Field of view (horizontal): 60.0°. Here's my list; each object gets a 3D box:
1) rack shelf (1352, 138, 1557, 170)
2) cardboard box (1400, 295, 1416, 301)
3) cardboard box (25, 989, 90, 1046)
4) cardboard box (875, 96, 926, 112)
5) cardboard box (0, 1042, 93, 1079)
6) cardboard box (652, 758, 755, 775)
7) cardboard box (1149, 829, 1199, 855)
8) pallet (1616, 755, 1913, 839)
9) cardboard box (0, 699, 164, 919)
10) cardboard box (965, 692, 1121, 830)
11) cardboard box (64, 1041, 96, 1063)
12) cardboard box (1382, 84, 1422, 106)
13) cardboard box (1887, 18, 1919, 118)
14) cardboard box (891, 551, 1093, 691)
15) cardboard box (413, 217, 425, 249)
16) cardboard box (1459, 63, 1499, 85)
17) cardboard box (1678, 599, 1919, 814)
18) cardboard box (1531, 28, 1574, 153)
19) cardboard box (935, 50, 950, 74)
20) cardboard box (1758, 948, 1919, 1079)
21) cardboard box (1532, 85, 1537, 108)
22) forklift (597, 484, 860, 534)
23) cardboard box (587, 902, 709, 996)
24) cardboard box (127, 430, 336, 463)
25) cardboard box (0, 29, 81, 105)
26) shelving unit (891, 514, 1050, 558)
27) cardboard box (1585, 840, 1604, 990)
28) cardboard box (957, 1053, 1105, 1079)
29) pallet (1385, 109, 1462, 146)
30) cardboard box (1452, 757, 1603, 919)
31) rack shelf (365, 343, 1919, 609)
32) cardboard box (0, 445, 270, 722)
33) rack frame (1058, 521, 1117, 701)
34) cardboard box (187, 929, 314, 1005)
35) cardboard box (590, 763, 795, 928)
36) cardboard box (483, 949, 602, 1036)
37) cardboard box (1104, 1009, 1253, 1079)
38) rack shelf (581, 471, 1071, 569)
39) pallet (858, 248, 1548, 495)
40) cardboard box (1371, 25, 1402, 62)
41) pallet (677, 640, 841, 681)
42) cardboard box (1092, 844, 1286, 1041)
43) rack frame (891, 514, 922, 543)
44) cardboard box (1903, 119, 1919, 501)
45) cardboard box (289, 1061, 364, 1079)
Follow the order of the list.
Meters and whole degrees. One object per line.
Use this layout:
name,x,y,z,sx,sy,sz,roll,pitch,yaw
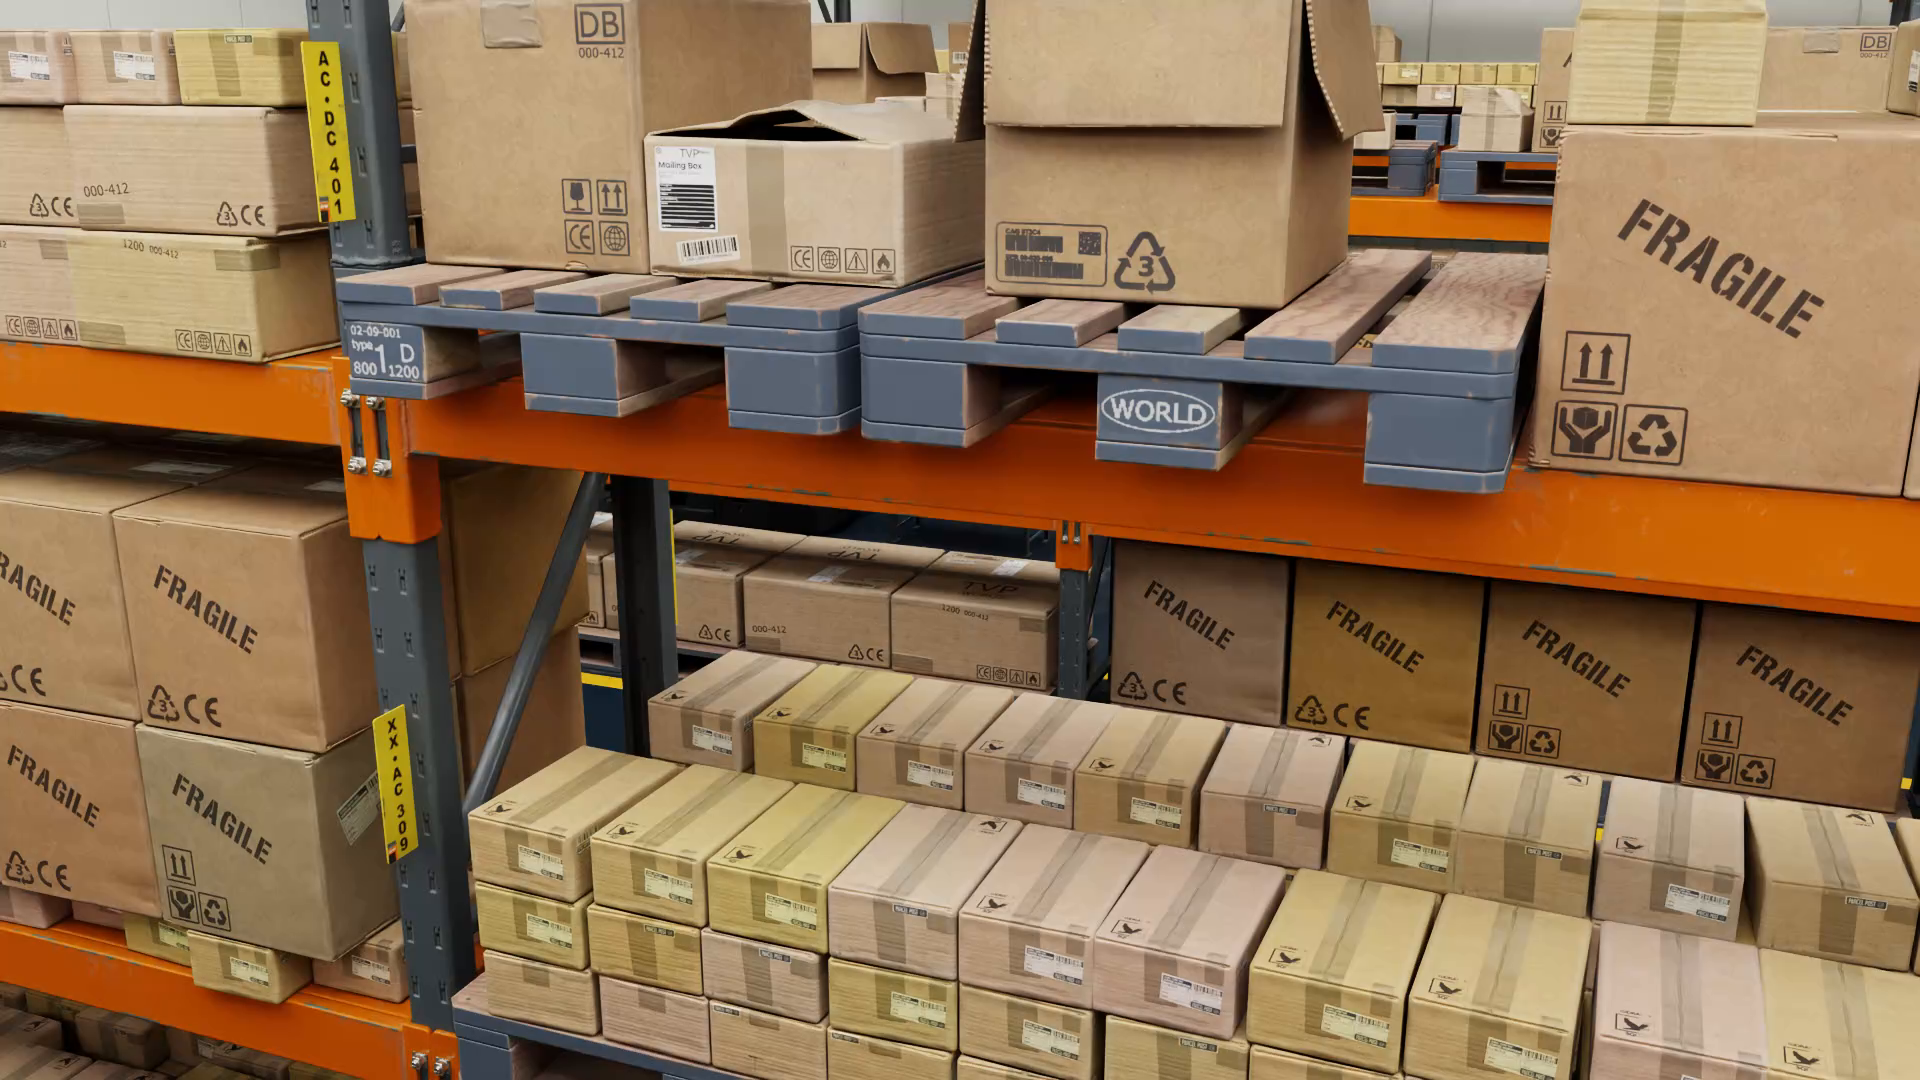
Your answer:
rack shelf,4.414,-2.687,11.960,4.000,0.370,1.077,6,17,21
cardboard box,2.192,-0.949,8.088,0.500,0.500,0.500,7,18,22
cardboard box,-2.675,1.411,5.225,0.250,0.149,0.380,6,17,21
cardboard box,-0.221,-2.088,8.123,0.250,0.149,0.380,7,17,22
cardboard box,-2.653,1.584,4.631,0.250,0.149,0.380,6,17,19
cardboard box,-0.544,0.551,4.060,0.250,0.149,0.380,7,18,22
cardboard box,0.429,0.657,3.693,0.250,0.149,0.380,5,17,18
pallet,3.751,1.139,7.871,1.213,0.211,1.003,6,17,21
cardboard box,-2.022,0.565,4.135,0.500,0.500,0.500,6,17,19
cardboard box,0.193,0.490,3.736,0.250,0.149,0.380,6,17,20
cardboard box,-2.643,1.535,5.333,0.250,0.149,0.380,6,17,21
cardboard box,3.185,-3.197,11.942,0.250,0.149,0.380,6,17,21
cardboard box,1.728,-0.843,2.765,0.258,0.266,0.396,6,17,21
cardboard box,0.191,0.428,9.162,0.875,0.438,0.875,6,17,20
cardboard box,-1.320,-0.699,4.090,0.500,0.250,0.500,7,18,23
cardboard box,3.674,-3.289,11.726,0.250,0.149,0.380,7,17,21
cardboard box,3.845,0.627,7.692,0.875,0.875,0.875,6,17,20
cardboard box,2.711,-1.895,7.008,0.500,0.500,0.500,6,17,21
cardboard box,0.092,-3.742,13.142,0.500,0.250,0.500,6,17,20
cardboard box,1.384,0.817,2.609,0.250,0.149,0.380,7,18,22
cardboard box,4.125,-3.082,11.547,0.250,0.149,0.380,7,17,22
forklift,-2.230,-1.665,12.653,3.031,2.935,1.130,6,17,20
cardboard box,-0.547,0.747,3.384,0.250,0.149,0.380,6,17,20
cardboard box,-1.804,-0.044,4.440,0.500,0.500,0.500,6,17,19
cardboard box,-1.870,-1.014,3.565,0.250,0.149,0.380,6,17,21
shelving unit,0.079,-0.712,11.934,1.048,1.500,0.538,6,17,21
cardboard box,1.390,0.764,3.326,0.250,0.149,0.380,6,17,21
cardboard box,0.173,0.969,3.153,0.250,0.149,0.380,5,17,18
pallet,3.135,-3.062,12.298,1.003,0.211,1.213,6,17,21
cardboard box,1.153,0.596,3.370,0.250,0.149,0.380,7,18,22
rack shelf,0.874,-0.105,3.066,4.000,0.370,1.077,6,17,21
cardboard box,-2.006,0.085,3.995,0.500,0.500,0.500,6,17,19
rack frame,0.736,-0.509,8.547,0.127,3.000,1.000,6,17,21
cardboard box,-1.617,0.939,4.009,0.250,0.149,0.380,6,17,19
cardboard box,-0.527,0.605,3.340,0.250,0.149,0.380,7,18,22
cardboard box,-0.789,0.864,3.515,0.250,0.149,0.380,5,17,18
cardboard box,0.434,0.854,3.016,0.250,0.149,0.380,6,17,20
rack shelf,-1.124,-0.368,9.352,4.000,0.370,1.077,6,17,21
pallet,0.515,-0.369,3.021,1.003,0.211,1.213,6,17,21
cardboard box,3.122,-3.676,12.317,0.258,0.266,0.396,6,17,21
pallet,-1.081,0.608,9.702,1.213,0.211,1.003,6,17,21
cardboard box,0.415,0.710,2.978,0.250,0.149,0.380,7,18,23
rack frame,-0.394,-0.764,12.114,0.032,1.500,0.500,6,17,21
cardboard box,1.640,-0.334,2.386,0.500,0.500,0.500,6,17,21
cardboard box,-1.719,1.521,4.846,0.250,0.149,0.380,6,17,20
